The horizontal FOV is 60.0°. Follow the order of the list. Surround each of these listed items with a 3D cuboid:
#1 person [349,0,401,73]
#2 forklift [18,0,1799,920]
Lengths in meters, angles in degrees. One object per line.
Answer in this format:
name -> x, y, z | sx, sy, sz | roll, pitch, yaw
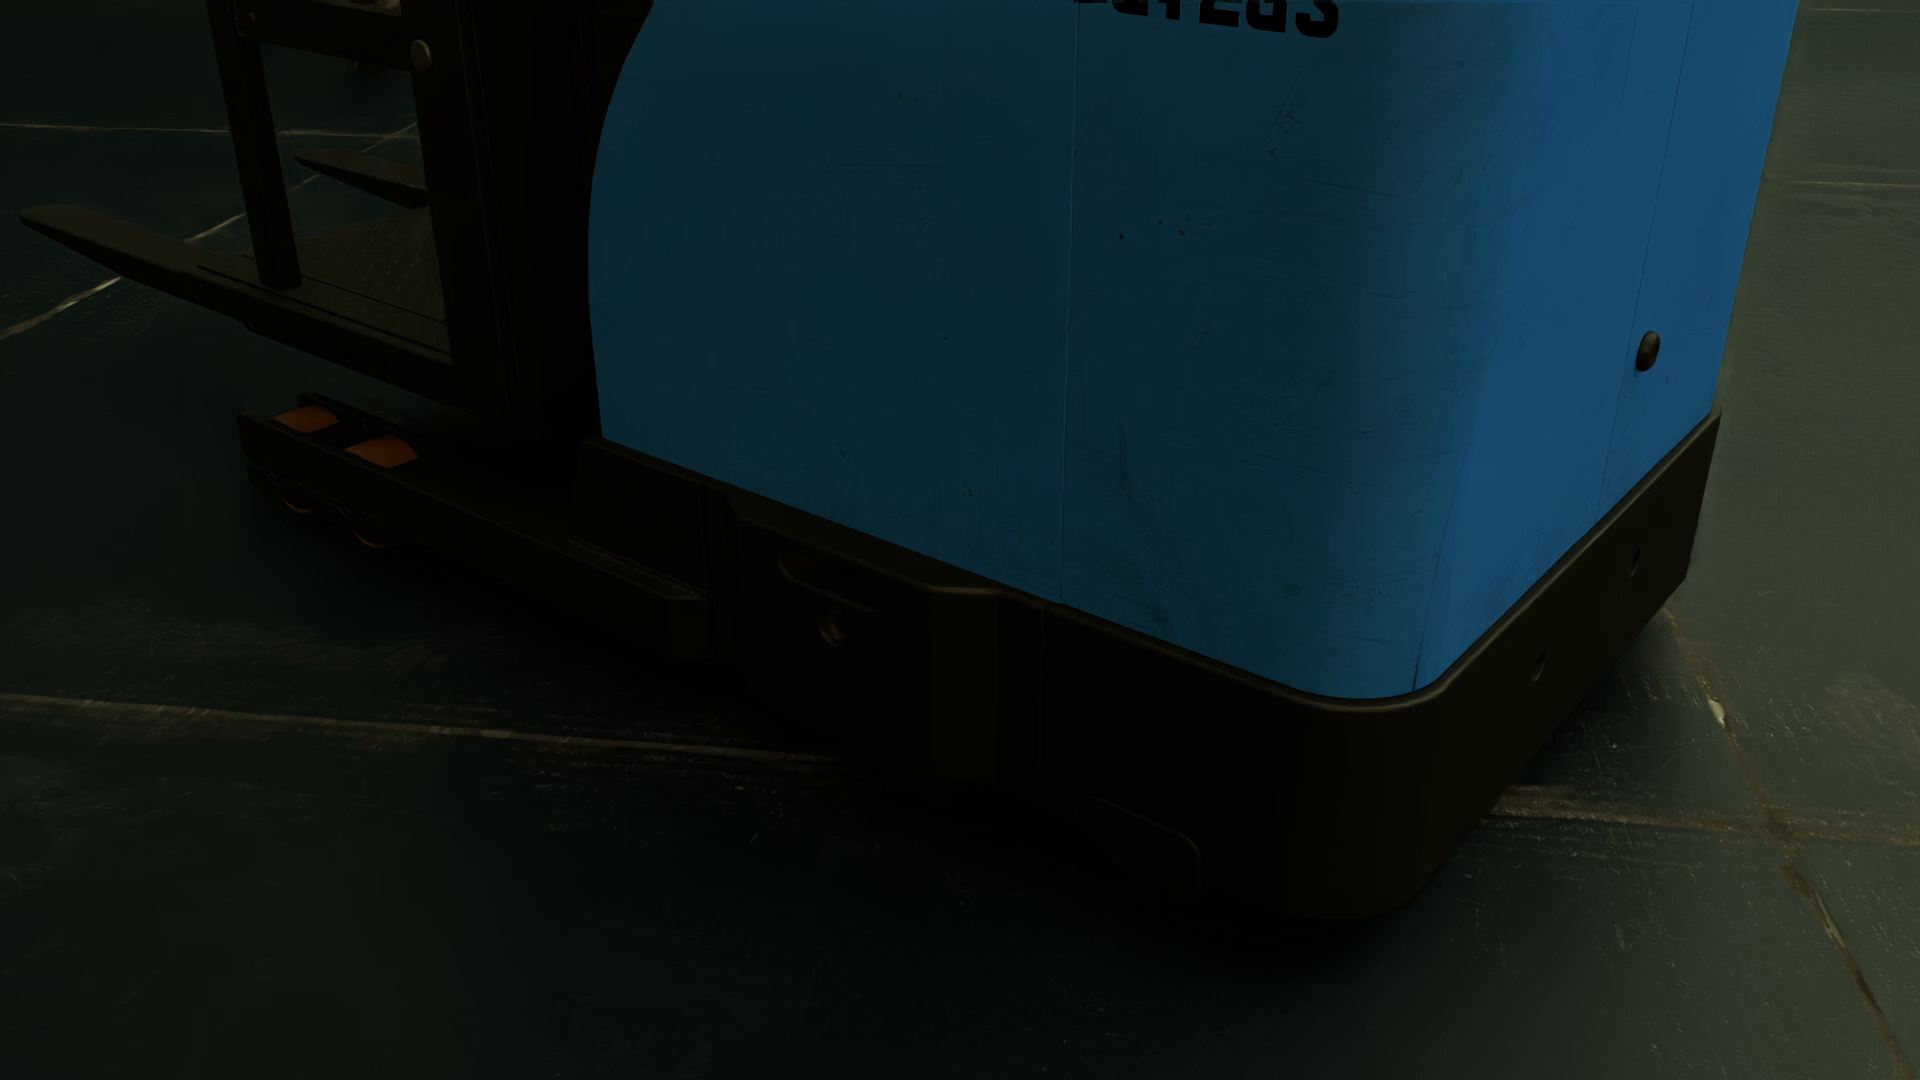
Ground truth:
person -> -1.947, -2.332, 5.312 | 1.137, 1.731, 0.823 | -11, 29, -21
forklift -> -0.481, -1.463, 2.149 | 3.031, 2.935, 1.130 | 19, 32, 34
